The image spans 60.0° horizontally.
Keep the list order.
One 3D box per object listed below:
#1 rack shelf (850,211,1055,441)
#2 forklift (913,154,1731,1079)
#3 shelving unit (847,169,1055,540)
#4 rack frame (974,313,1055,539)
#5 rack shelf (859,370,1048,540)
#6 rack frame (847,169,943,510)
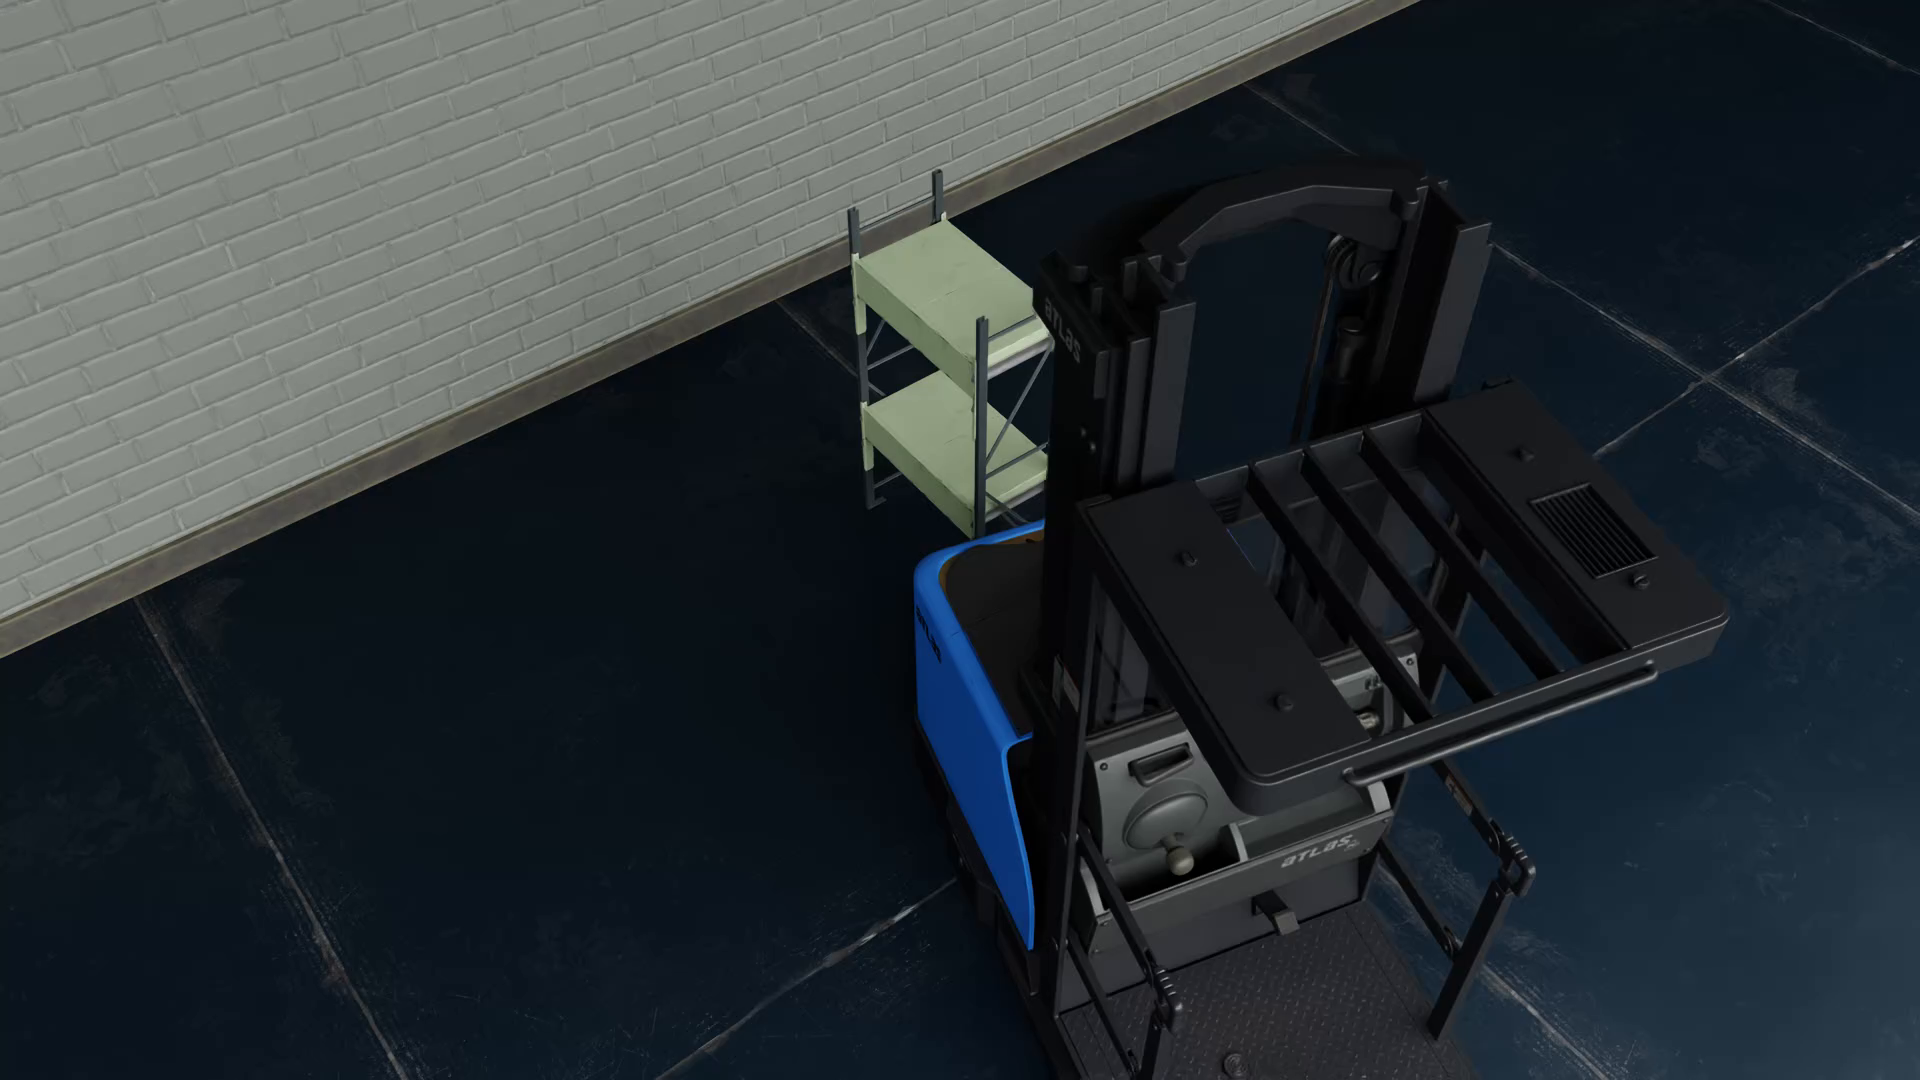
[{"bbox_3d":[-0.004,-0.770,5.908,0.431,0.370,0.720,-29,54,-24],"label":"rack shelf"},{"bbox_3d":[0.855,0.672,4.161,1.130,2.935,3.031,-17,50,-15],"label":"forklift"},{"bbox_3d":[-0.004,-0.508,6.197,0.431,1.500,0.755,-29,54,-24],"label":"shelving unit"},{"bbox_3d":[0.218,-0.292,6.001,0.400,1.500,0.023,-29,54,-24],"label":"rack frame"},{"bbox_3d":[-0.004,-0.289,6.438,0.431,0.370,0.720,-29,54,-24],"label":"rack shelf"},{"bbox_3d":[-0.226,-0.723,6.392,0.400,1.500,0.023,-29,54,-24],"label":"rack frame"}]
